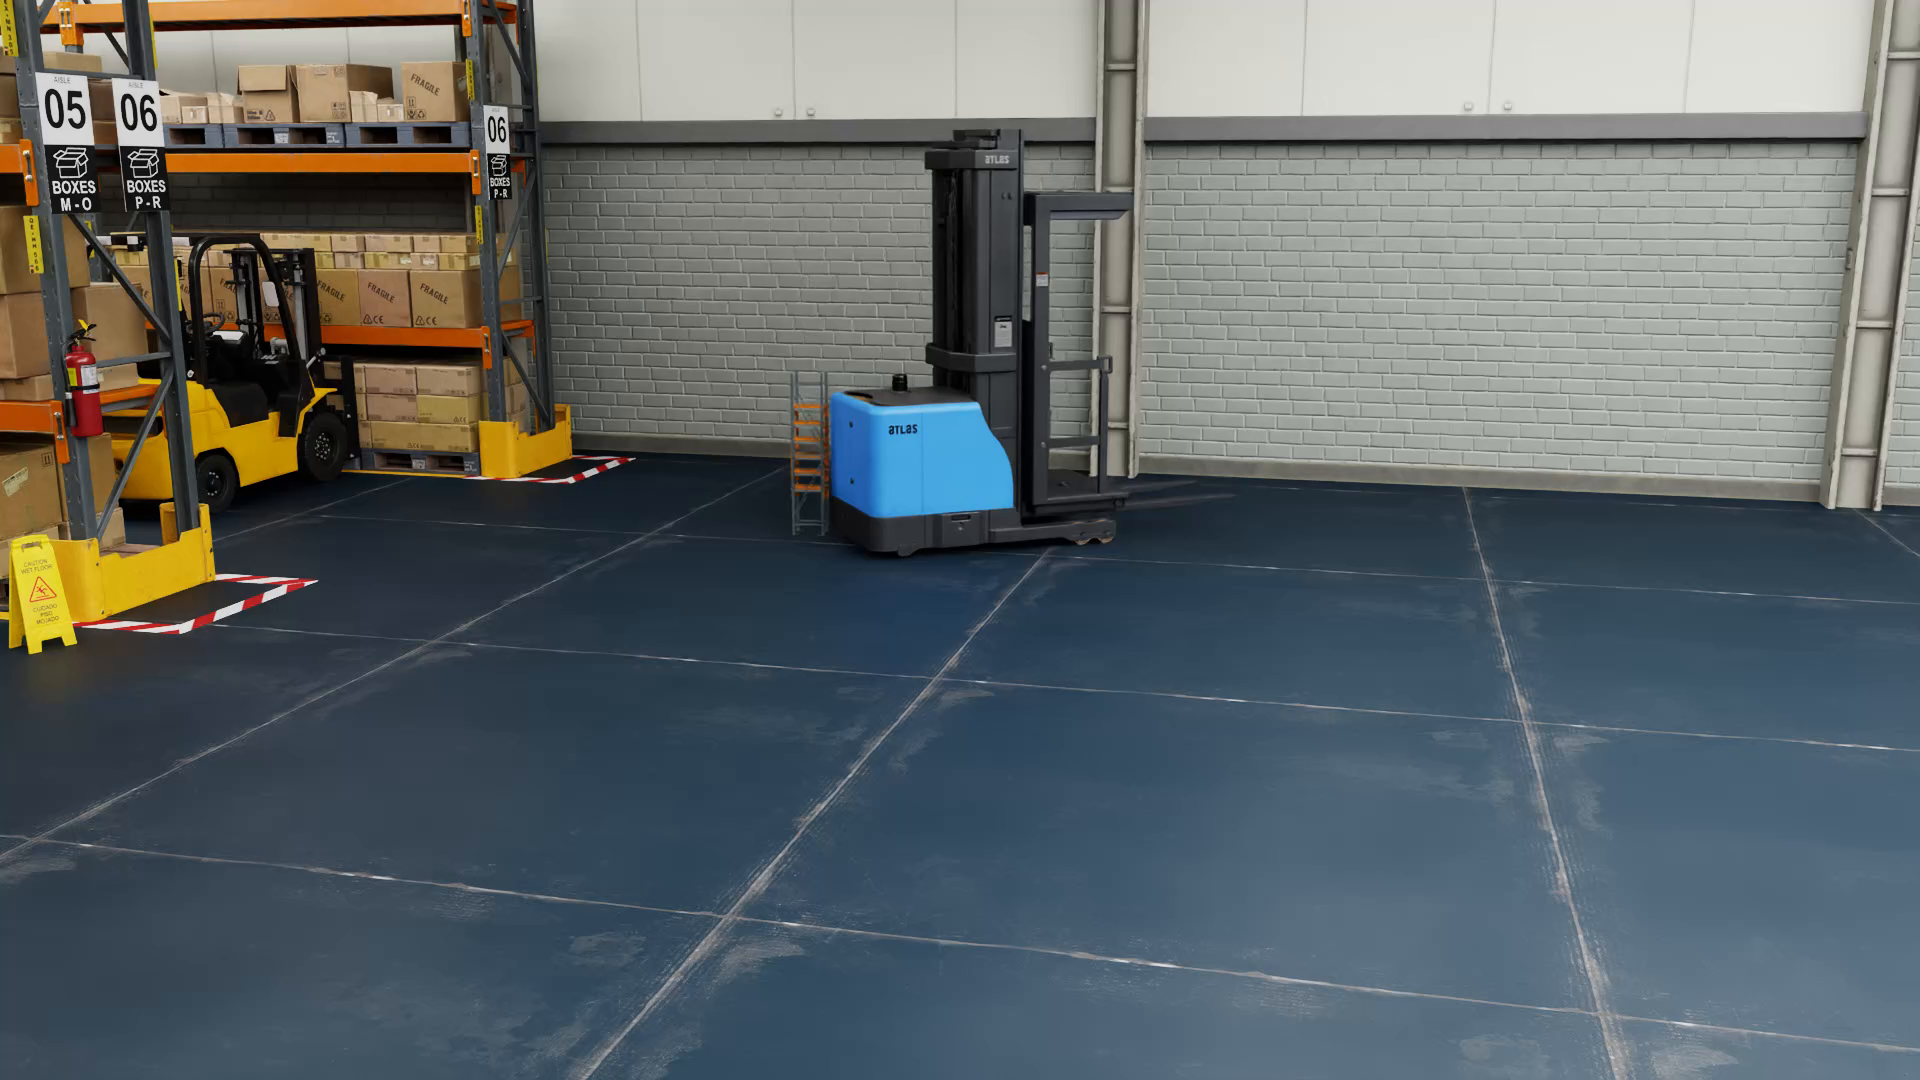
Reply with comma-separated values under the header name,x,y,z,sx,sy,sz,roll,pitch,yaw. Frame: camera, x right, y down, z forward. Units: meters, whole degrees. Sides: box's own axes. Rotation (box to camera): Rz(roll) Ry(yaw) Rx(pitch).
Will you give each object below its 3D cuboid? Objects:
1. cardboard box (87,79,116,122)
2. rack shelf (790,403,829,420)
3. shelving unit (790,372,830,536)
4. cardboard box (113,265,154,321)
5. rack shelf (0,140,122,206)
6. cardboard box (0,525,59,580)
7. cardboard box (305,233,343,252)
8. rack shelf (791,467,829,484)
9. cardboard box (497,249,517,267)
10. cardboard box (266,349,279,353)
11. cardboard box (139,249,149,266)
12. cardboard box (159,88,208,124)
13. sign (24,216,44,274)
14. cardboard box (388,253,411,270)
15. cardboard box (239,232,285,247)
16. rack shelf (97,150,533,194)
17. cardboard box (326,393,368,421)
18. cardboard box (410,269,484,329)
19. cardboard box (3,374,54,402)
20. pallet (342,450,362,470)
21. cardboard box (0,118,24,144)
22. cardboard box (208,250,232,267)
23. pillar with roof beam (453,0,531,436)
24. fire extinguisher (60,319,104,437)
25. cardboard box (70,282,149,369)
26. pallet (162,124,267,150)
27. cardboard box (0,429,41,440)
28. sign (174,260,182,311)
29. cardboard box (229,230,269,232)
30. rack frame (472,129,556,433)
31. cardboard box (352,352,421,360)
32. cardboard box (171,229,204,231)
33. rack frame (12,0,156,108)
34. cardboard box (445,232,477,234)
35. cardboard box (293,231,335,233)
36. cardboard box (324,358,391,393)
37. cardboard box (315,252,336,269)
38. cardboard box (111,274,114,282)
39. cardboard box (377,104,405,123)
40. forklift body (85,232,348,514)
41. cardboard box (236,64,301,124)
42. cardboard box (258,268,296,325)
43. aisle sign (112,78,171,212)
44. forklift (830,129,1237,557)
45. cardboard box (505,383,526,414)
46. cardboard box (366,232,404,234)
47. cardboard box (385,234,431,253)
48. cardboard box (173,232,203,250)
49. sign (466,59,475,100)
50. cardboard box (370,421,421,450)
name,x,y,z,sx,sy,sz,roll,pitch,yaw
cardboard box,-5.594,-2.712,10.267,0.500,0.250,0.500,3,13,13
rack shelf,-1.111,-0.950,12.272,0.258,0.103,0.180,1,10,6
shelving unit,-1.113,-0.639,12.327,0.258,1.200,0.189,1,10,6
cardboard box,-7.499,-2.316,15.516,0.500,0.500,0.500,3,13,12
rack shelf,-7.111,-2.311,10.458,4.000,0.370,1.077,3,13,14
cardboard box,-6.042,0.057,10.429,0.500,0.250,0.500,3,13,13
cardboard box,-5.645,-2.668,14.917,0.250,0.149,0.380,3,13,15
rack shelf,-1.114,-0.477,12.355,0.258,0.103,0.180,1,10,6
cardboard box,-4.251,-2.575,15.187,0.250,0.149,0.380,3,13,12
cardboard box,-6.847,-1.688,15.986,0.500,0.250,0.500,3,13,13
cardboard box,-7.369,-2.626,15.414,0.250,0.149,0.380,3,13,15
cardboard box,-7.118,-3.925,15.081,0.500,0.311,0.500,3,13,15
sign,-5.322,-1.697,9.556,0.005,0.325,0.100,3,13,14
cardboard box,-4.880,-2.495,14.828,0.250,0.149,0.380,3,13,15
cardboard box,-6.359,-2.727,15.183,0.250,0.149,0.380,3,13,13
rack shelf,-5.925,-3.355,15.164,4.000,0.370,1.077,3,13,14
cardboard box,-5.522,-1.254,15.187,0.500,0.250,0.500,3,13,12
cardboard box,-4.524,-2.157,14.798,0.500,0.500,0.500,3,13,12
cardboard box,-5.584,-0.945,10.149,0.250,0.149,0.380,4,13,15
pallet,-5.917,-0.871,15.671,1.213,0.211,1.003,3,13,14
cardboard box,-5.583,-2.395,9.758,0.250,0.149,0.380,3,13,14
cardboard box,-6.633,-2.576,15.189,0.250,0.149,0.380,3,13,13
pillar with roof beam,-5.475,-4.387,11.230,0.400,9.000,9.100,3,13,14
fire extinguisher,-5.169,-0.953,9.782,0.183,0.674,0.296,3,13,14
cardboard box,-5.563,-1.370,10.568,0.500,0.500,0.500,3,13,13
pallet,-7.033,-3.727,15.388,1.213,0.211,1.003,3,13,14
cardboard box,-6.418,-0.450,10.982,0.500,0.500,0.500,3,13,11
sign,-5.039,-1.630,10.658,0.005,0.325,0.100,3,13,14
cardboard box,-6.733,-2.870,15.830,0.250,0.149,0.380,3,13,12
rack frame,-3.984,-2.138,14.943,0.127,3.000,1.000,3,13,14
cardboard box,-5.374,-1.606,15.619,0.500,0.250,0.500,3,13,13
cardboard box,-7.485,-2.903,15.977,0.250,0.149,0.380,3,13,14
rack frame,-5.169,-4.022,9.587,0.127,3.000,1.000,3,13,14
cardboard box,-4.502,-2.738,15.232,0.250,0.149,0.380,4,13,15
cardboard box,-6.011,-2.810,15.558,0.250,0.149,0.380,3,13,15
cardboard box,-5.495,-1.496,15.121,0.500,0.250,0.500,3,13,14
cardboard box,-5.639,-2.524,14.954,0.250,0.149,0.380,3,13,14
cardboard box,-8.298,-2.596,16.202,0.500,0.250,0.500,3,13,13
cardboard box,-4.861,-3.712,14.495,0.250,0.149,0.380,3,13,12
forklift body,-6.262,-1.438,13.749,1.214,2.155,2.313,3,13,14
cardboard box,-6.001,-3.990,14.930,0.637,0.503,0.797,3,13,15
cardboard box,-6.014,-2.236,15.155,0.500,0.500,0.500,3,13,14
aisle sign,-5.035,-2.425,10.235,0.004,0.787,0.394,3,13,14
forklift,0.603,-1.500,12.226,3.031,2.935,1.130,-5,13,-22
cardboard box,-4.390,-1.312,15.448,0.500,0.250,0.500,3,13,15
cardboard box,-5.263,-2.766,15.362,0.250,0.149,0.380,3,13,15
cardboard box,-4.889,-2.637,14.777,0.250,0.149,0.380,3,13,15
cardboard box,-7.104,-2.771,15.383,0.250,0.149,0.380,3,13,12
sign,-4.127,-3.882,14.020,0.005,0.325,0.100,3,13,14
cardboard box,-4.996,-0.986,15.131,0.500,0.250,0.500,3,13,14
